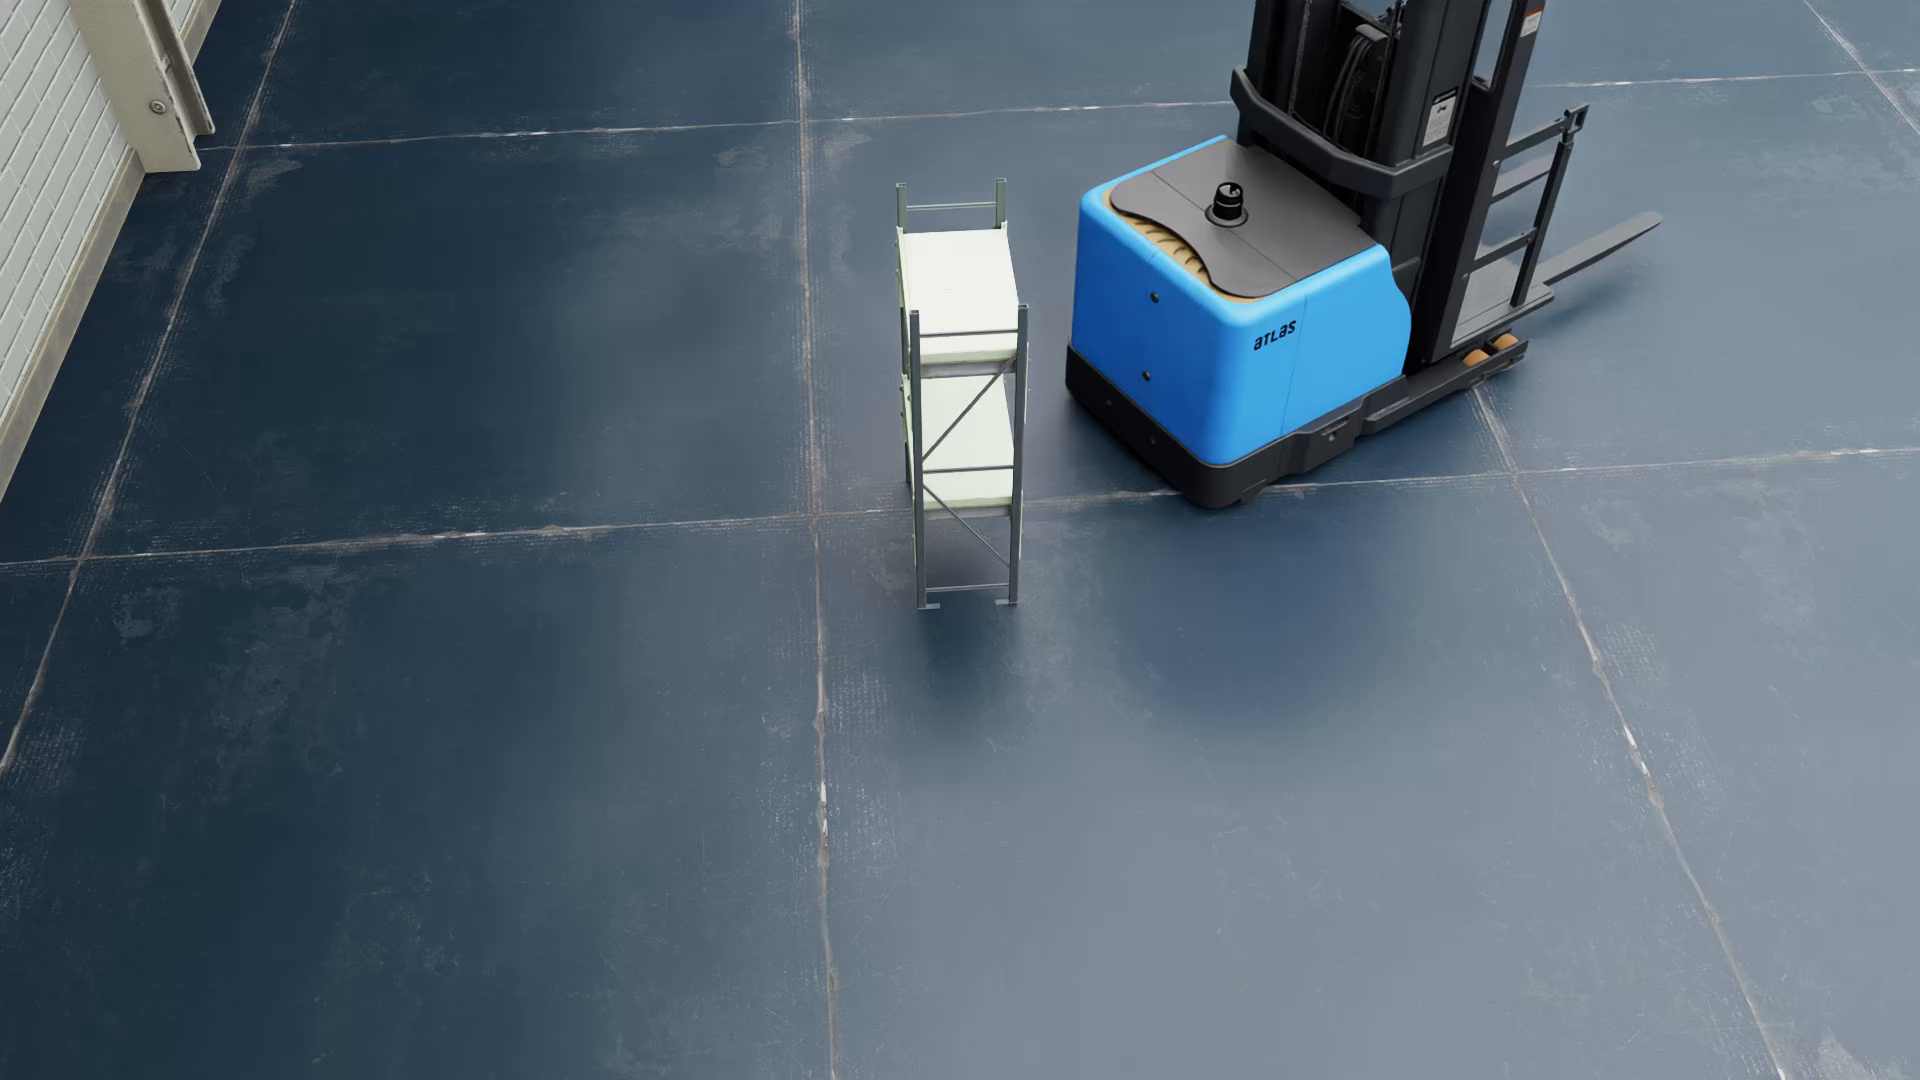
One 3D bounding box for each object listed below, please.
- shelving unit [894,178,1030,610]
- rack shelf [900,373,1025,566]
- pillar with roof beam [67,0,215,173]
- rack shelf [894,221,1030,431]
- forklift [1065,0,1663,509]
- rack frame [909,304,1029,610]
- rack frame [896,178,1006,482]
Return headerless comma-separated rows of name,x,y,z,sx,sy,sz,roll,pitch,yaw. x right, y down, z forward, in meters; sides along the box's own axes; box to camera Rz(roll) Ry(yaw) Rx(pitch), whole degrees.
shelving unit,-0.001,-0.521,6.347,0.431,1.500,0.755,-3,47,-3
rack shelf,-0.001,-0.296,6.583,0.431,0.370,0.720,-3,47,-3
pillar with roof beam,0.125,-5.431,5.833,9.100,9.000,0.400,-3,47,-3
rack shelf,-0.001,-0.789,6.063,0.431,0.370,0.720,-3,47,-3
forklift,1.975,-1.995,6.757,3.031,2.935,1.130,-27,52,-23
rack frame,0.030,-0.256,6.096,0.400,1.500,0.023,-3,47,-3
rack frame,-0.031,-0.785,6.597,0.400,1.500,0.023,-3,47,-3
